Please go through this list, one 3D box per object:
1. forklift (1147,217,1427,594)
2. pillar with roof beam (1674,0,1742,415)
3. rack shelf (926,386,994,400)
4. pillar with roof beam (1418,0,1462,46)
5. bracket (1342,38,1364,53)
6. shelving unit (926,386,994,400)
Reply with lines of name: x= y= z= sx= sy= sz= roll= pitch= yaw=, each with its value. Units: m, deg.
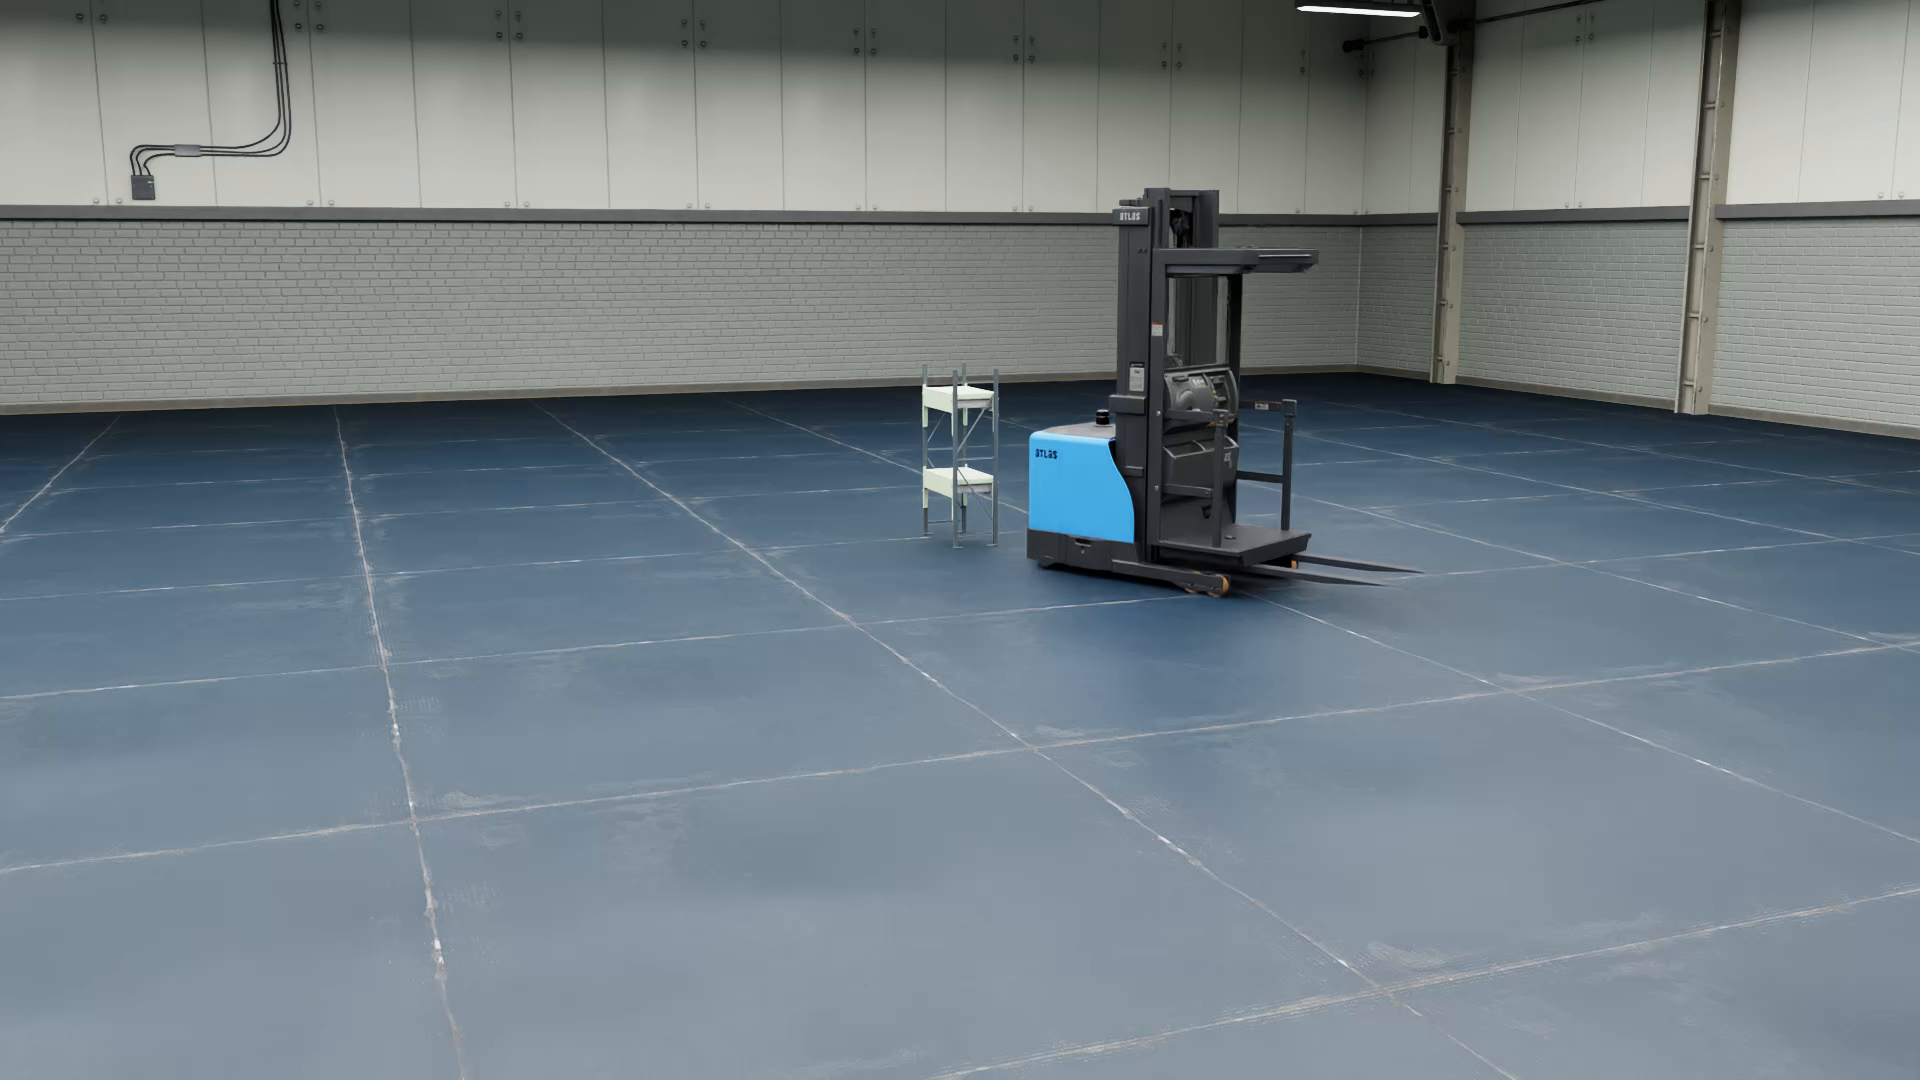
forklift: x=2.306 y=-0.984 z=12.149 sx=2.170 sy=2.733 sz=1.118 roll=9 pitch=13 yaw=40
pillar with roof beam: x=7.096 y=-6.083 z=22.920 sx=9.100 sy=9.000 sz=0.548 roll=-4 pitch=11 yaw=-21
rack shelf: x=-0.002 y=-1.255 z=14.203 sx=0.368 sy=0.052 sz=0.686 roll=-4 pitch=11 yaw=-21
pillar with roof beam: x=4.743 y=-10.010 z=27.831 sx=8.718 sy=2.987 sz=0.548 roll=-4 pitch=11 yaw=-21
bracket: x=7.594 y=-9.539 z=32.076 sx=0.235 sy=0.232 sz=0.430 roll=-4 pitch=11 yaw=-21
shelving unit: x=-0.002 y=-1.255 z=14.203 sx=0.368 sy=0.052 sz=0.686 roll=-4 pitch=11 yaw=-21
